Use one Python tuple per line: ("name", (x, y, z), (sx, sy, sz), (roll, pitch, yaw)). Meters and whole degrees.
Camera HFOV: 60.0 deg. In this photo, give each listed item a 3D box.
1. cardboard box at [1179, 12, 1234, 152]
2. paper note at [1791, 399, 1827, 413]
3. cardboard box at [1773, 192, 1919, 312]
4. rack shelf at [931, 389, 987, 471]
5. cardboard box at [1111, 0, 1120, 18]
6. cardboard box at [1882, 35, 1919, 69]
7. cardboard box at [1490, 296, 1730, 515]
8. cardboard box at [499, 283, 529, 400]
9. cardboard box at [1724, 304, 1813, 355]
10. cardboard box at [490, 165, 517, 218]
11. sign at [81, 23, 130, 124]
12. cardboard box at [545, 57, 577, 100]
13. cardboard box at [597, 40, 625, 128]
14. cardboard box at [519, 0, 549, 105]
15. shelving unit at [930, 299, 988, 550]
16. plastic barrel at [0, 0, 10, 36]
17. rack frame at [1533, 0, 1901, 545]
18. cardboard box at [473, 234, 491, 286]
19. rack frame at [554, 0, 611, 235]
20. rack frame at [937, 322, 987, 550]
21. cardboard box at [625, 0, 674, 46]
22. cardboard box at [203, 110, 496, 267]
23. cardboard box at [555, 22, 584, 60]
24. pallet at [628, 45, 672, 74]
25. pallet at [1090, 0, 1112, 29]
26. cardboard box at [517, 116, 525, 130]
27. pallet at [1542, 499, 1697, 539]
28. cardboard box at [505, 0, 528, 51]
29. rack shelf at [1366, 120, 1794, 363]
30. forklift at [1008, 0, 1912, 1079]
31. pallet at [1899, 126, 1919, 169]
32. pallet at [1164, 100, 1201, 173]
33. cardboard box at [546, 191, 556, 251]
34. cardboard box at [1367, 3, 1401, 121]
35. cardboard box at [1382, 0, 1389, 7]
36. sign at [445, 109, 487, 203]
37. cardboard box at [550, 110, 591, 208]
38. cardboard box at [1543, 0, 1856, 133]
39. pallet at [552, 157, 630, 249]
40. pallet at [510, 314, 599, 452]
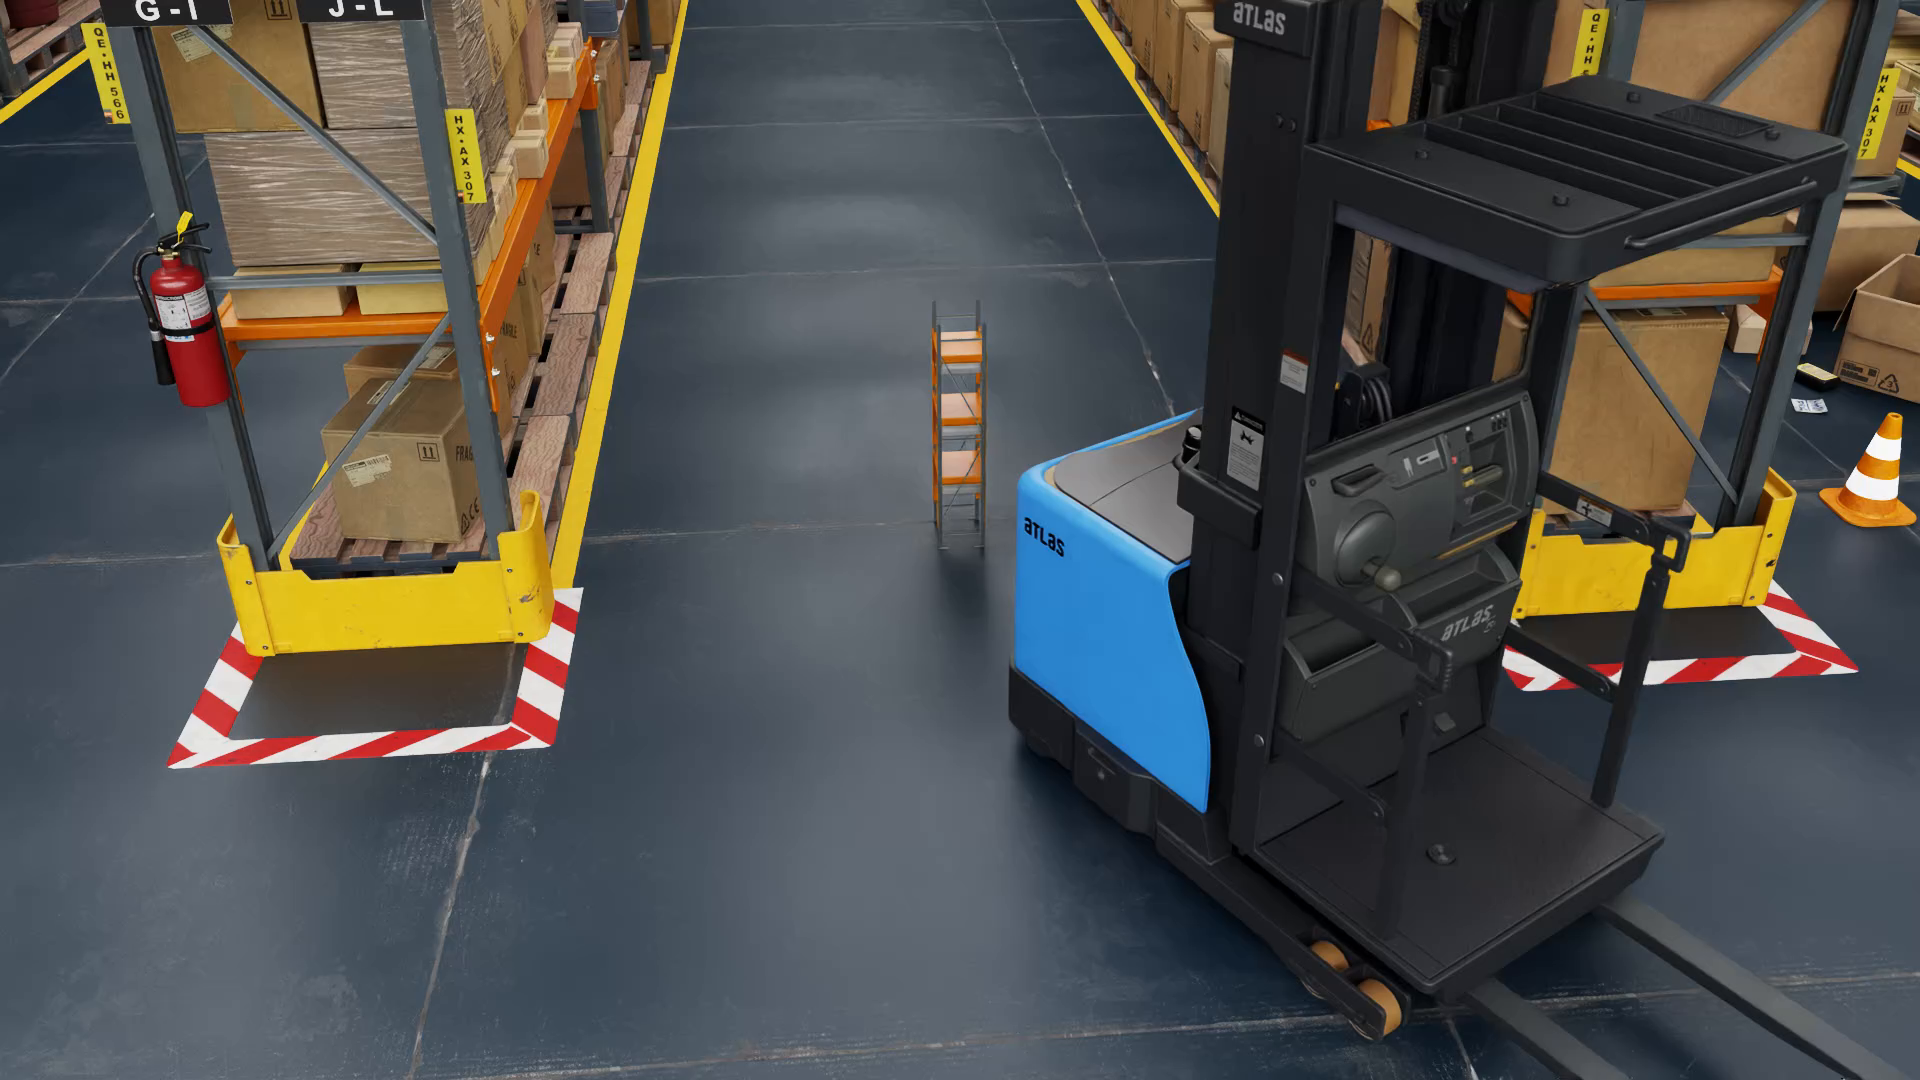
("cardboard box", (2.114, -3.156, 11.393), (1.050, 0.750, 0.750), (-3, 31, -5))
("paper note", (4.269, -0.679, 8.359), (0.144, 0.017, 0.142), (8, 32, 13))
("cardboard box", (4.860, -1.622, 9.342), (0.797, 0.637, 0.503), (-3, 31, -5))
("rack shelf", (-0.005, -0.469, 7.032), (0.215, 0.259, 0.240), (-3, 31, -5))
("cardboard box", (1.607, -4.874, 14.513), (0.500, 0.500, 0.500), (-2, 31, -3))
("cardboard box", (7.078, -3.467, 12.281), (0.950, 0.372, 0.625), (-2, 31, -3))
("cardboard box", (2.592, -0.705, 7.168), (0.875, 0.875, 0.875), (-3, 31, -4))
("cardboard box", (-2.398, -0.959, 7.958), (0.500, 0.500, 0.500), (0, 31, 0))
("cardboard box", (4.342, -1.173, 8.955), (0.396, 0.266, 0.258), (2, 31, 4))
("cardboard box", (-2.089, -1.468, 7.028), (0.380, 0.149, 0.250), (-3, 31, -5))
("sign", (-2.781, -1.524, 5.439), (0.100, 0.325, 0.005), (-3, 31, -5))
("cardboard box", (-2.176, -2.366, 8.530), (0.380, 0.149, 0.250), (-3, 31, -5))
("cardboard box", (-2.767, -3.195, 11.683), (0.700, 0.500, 0.500), (0, 31, 0))
("cardboard box", (-2.461, -2.381, 7.923), (0.875, 0.500, 0.500), (-3, 31, -5))
("shelving unit", (-0.005, -0.478, 7.027), (0.215, 1.050, 0.252), (-3, 31, -5))
("plastic barrel", (-8.110, -4.400, 13.708), (0.421, 0.512, 0.421), (0, 31, 0))
("rack frame", (2.721, -1.094, 6.156), (1.000, 3.000, 0.127), (-3, 31, -5))
("cardboard box", (-2.020, -1.086, 6.387), (0.380, 0.149, 0.250), (-3, 31, -5))
("rack frame", (-2.600, -2.950, 9.264), (1.000, 3.000, 0.127), (-3, 31, -5))
("rack frame", (0.006, -0.416, 6.922), (0.200, 1.050, 0.008), (-3, 31, -5))
("cardboard box", (-3.018, -4.614, 13.712), (1.225, 0.875, 0.875), (-4, 31, -7))
("cardboard box", (-2.250, -1.361, 6.215), (0.875, 0.500, 0.500), (-3, 31, -5))
("cardboard box", (-2.287, -2.747, 9.168), (0.380, 0.149, 0.250), (-3, 31, -5))
("pallet", (-2.973, -4.201, 14.078), (1.003, 0.211, 1.213), (-3, 31, -5))
("pallet", (1.791, -5.002, 15.418), (1.003, 0.211, 1.213), (-3, 31, -5))
("cardboard box", (-2.215, -1.849, 7.665), (0.380, 0.149, 0.250), (-3, 31, -5))
("pallet", (2.569, -0.301, 7.549), (1.003, 0.211, 1.213), (-3, 31, -5))
("cardboard box", (-2.094, -2.312, 6.834), (0.500, 0.500, 0.500), (-3, 31, -5))
("rack shelf", (2.534, -1.806, 8.050), (1.077, 0.370, 4.000), (-3, 31, -5))
("forklift", (1.440, -0.096, 4.552), (1.130, 2.935, 3.031), (-20, 36, -30))
("pallet", (7.192, -2.625, 11.439), (1.003, 0.211, 1.213), (-3, 31, -5))
("pallet", (2.083, -2.954, 11.989), (1.003, 0.211, 1.213), (-3, 31, -5))
("cardboard box", (-2.603, -1.851, 9.452), (0.500, 0.500, 0.500), (-4, 31, -6))
("cardboard box", (2.401, -2.452, 8.283), (0.875, 0.550, 0.550), (-3, 31, -5))
("cardboard box", (2.429, -2.917, 8.008), (0.875, 0.550, 0.550), (-3, 31, -5))
("sign", (-1.686, -1.306, 5.666), (0.100, 0.325, 0.005), (-3, 31, -5))
("cardboard box", (-2.636, -2.380, 10.319), (0.700, 0.500, 0.500), (-5, 31, -8))
("cardboard box", (2.725, -1.813, 6.161), (0.875, 0.550, 0.550), (-3, 31, -5))
("pallet", (-2.674, -2.150, 10.644), (1.003, 0.211, 1.213), (-3, 31, -5))
("pallet", (-2.385, -0.787, 8.362), (1.003, 0.211, 1.213), (-3, 31, -5))
